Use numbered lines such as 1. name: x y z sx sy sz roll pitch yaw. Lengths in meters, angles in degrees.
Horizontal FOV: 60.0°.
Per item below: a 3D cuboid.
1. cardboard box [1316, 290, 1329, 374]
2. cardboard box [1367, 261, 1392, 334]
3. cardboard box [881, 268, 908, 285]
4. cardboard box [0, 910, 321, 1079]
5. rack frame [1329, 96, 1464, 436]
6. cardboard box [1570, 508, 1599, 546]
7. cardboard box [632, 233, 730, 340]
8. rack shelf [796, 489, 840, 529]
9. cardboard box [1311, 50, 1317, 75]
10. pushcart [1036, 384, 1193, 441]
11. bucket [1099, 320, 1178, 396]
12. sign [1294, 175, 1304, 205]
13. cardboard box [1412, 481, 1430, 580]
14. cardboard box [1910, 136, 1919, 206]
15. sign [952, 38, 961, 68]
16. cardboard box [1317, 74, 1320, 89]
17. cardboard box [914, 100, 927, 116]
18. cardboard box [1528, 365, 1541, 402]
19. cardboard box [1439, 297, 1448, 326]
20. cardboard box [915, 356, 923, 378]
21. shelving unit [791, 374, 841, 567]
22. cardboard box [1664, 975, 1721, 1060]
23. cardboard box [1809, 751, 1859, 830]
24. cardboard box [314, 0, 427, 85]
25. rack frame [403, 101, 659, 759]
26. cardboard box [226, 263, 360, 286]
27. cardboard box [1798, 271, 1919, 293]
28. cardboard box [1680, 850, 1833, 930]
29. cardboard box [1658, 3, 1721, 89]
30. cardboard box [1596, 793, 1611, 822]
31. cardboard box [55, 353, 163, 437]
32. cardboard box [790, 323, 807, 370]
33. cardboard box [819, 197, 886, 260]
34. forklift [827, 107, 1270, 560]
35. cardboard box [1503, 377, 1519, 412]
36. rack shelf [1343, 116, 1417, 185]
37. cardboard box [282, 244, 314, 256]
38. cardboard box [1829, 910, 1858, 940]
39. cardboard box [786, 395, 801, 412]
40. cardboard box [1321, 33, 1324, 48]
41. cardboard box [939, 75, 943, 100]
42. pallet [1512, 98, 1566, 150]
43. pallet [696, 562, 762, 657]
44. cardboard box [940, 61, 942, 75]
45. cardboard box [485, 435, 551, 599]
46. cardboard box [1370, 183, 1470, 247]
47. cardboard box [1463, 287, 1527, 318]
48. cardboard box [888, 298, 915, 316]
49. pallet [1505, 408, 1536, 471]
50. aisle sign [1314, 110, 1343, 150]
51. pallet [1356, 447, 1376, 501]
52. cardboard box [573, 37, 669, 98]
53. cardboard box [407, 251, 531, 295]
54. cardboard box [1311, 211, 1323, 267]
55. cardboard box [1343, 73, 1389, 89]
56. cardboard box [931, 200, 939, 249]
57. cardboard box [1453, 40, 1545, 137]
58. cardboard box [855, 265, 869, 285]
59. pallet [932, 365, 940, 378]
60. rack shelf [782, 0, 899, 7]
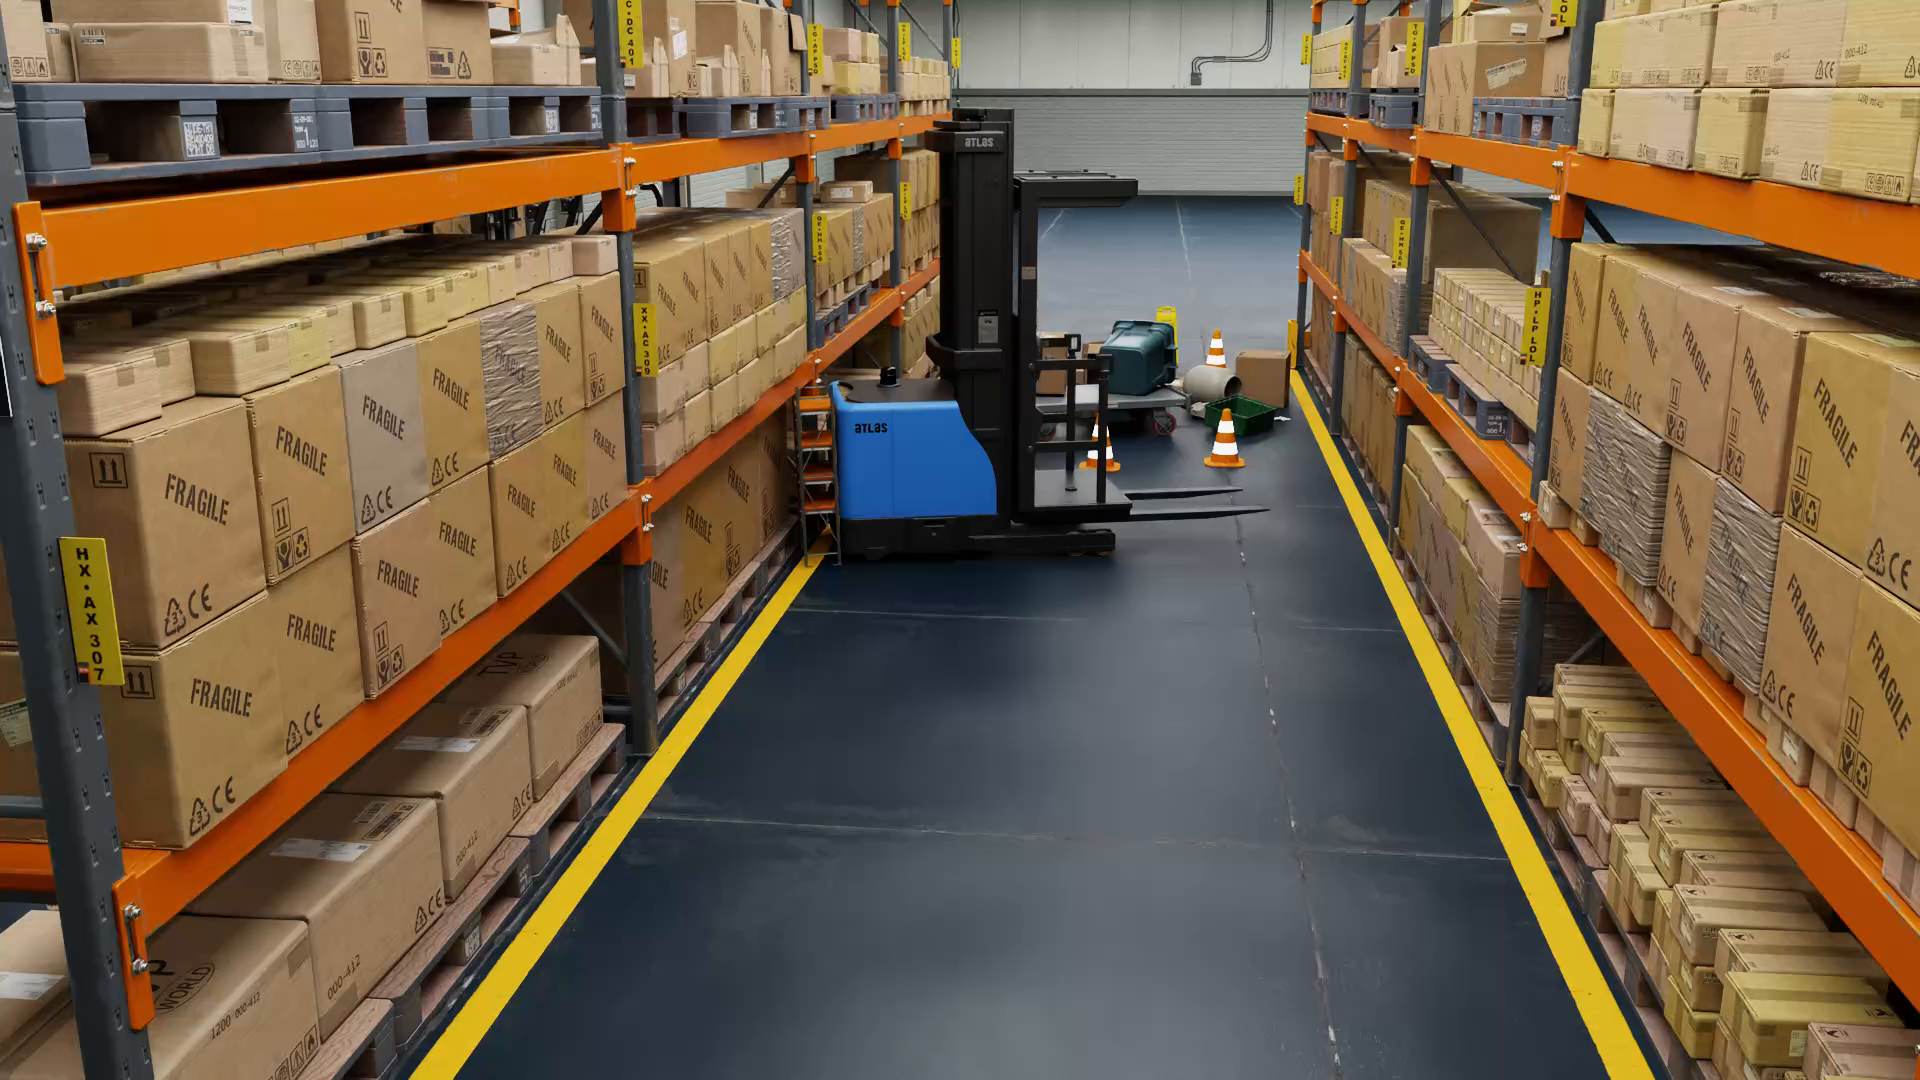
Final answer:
1. cardboard box: 4.230 -2.210 17.353 0.875 0.875 0.875 1 15 5
2. cardboard box: 3.333 -1.796 12.365 0.500 0.500 0.500 1 15 5
3. cardboard box: -0.689 -2.472 15.538 0.380 0.149 0.250 2 15 6
4. cardboard box: -2.422 1.451 4.652 0.875 0.438 0.875 1 15 4
5. rack frame: 3.886 -2.401 14.796 1.000 3.000 0.127 2 15 6
6. cardboard box: 2.671 -0.072 6.663 0.380 0.149 0.250 2 15 8
7. cardboard box: -1.522 -1.345 8.784 0.500 0.500 0.500 1 15 5
8. rack shelf: -0.950 -0.211 11.131 0.258 0.148 0.480 -4 14 -8
9. cardboard box: 4.028 -5.091 17.719 0.500 0.250 0.500 2 15 6
10. pushcart: 1.228 -1.201 15.380 1.648 0.377 0.936 -4 16 -13
11. bucket: 1.611 -1.658 15.406 0.726 0.611 0.620 7 27 25
12. sign: 3.787 -3.913 18.575 0.100 0.325 0.005 2 15 6
13. cardboard box: 3.049 -0.053 10.097 0.500 0.500 0.500 2 15 7
14. cardboard box: 2.321 -0.790 3.379 0.500 0.250 0.500 1 15 5
15. sign: -0.043 -5.412 18.488 0.100 0.325 0.005 2 15 6
16. cardboard box: 3.896 -4.740 17.184 0.380 0.149 0.250 2 15 7
17. cardboard box: -0.532 -4.253 16.379 0.380 0.149 0.250 1 15 5
18. cardboard box: 2.861 -0.729 7.718 0.380 0.149 0.250 2 15 7
19. cardboard box: 3.153 -1.399 10.196 0.380 0.149 0.250 2 15 9
20. cardboard box: -0.659 -1.680 16.592 0.500 0.250 0.500 3 15 9
21. shelving unit: -0.958 -0.468 11.065 0.258 1.200 0.503 -4 14 -8
22. cardboard box: 2.410 1.474 5.122 0.380 0.149 0.250 1 15 4
23. cardboard box: 2.367 0.611 4.139 0.380 0.149 0.250 2 15 6
24. cardboard box: -2.021 -1.674 5.173 0.500 0.500 0.500 2 15 7
25. rack frame: -1.946 -0.446 7.565 1.000 3.000 0.127 2 15 6
26. cardboard box: -2.334 -0.883 5.831 0.380 0.149 0.250 2 15 6
27. cardboard box: 3.075 -0.604 5.474 0.500 0.500 0.500 2 15 8
28. cardboard box: 2.536 1.116 5.304 0.380 0.149 0.250 1 15 4
29. cardboard box: 2.560 -1.566 5.291 0.500 0.250 0.500 2 15 7
30. cardboard box: 2.661 0.991 6.339 0.380 0.149 0.250 1 15 3
31. cardboard box: -2.082 -0.337 3.810 0.380 0.149 0.250 2 15 7
32. cardboard box: -1.294 -1.272 10.908 0.500 0.250 0.500 1 15 4
33. cardboard box: -0.922 -2.660 14.188 0.500 0.500 0.500 2 15 7
34. forklift: 0.616 -1.439 11.368 3.031 2.935 1.130 -2 15 -8
35. cardboard box: 2.919 -0.714 8.231 0.380 0.149 0.250 1 15 3
36. rack shelf: 3.661 -2.983 12.580 1.077 0.370 4.000 2 15 6
37. cardboard box: -5.891 -2.434 14.247 0.500 0.250 0.500 2 15 7
38. cardboard box: 2.935 1.271 5.304 0.380 0.149 0.250 2 15 9
39. cardboard box: -1.255 -0.952 13.666 0.950 0.372 0.625 2 15 8
40. cardboard box: 3.868 -5.060 16.841 0.380 0.149 0.250 1 15 5
41. cardboard box: -0.453 -4.807 17.663 0.500 0.250 0.500 1 15 5
42. pallet: 3.159 -1.841 7.336 1.213 0.211 1.003 2 15 6
43. pallet: -1.799 0.380 9.851 1.003 0.211 1.213 2 15 6
44. cardboard box: -0.404 -5.108 18.012 0.380 0.149 0.250 2 15 7
45. cardboard box: -1.839 -0.102 6.101 0.500 0.500 0.500 1 15 5
46. cardboard box: 3.780 -2.670 13.682 0.700 0.500 0.500 1 15 5
47. cardboard box: 3.072 -1.346 9.431 0.380 0.149 0.250 2 15 9
48. cardboard box: -0.635 -2.247 16.010 0.380 0.149 0.250 2 15 7
49. pallet: 3.215 -0.428 7.865 1.003 0.211 1.213 2 15 6
50. aisle sign: 4.048 -4.721 18.394 0.394 0.787 0.004 2 15 6
51. pallet: 3.739 -0.536 13.238 1.003 0.211 1.213 2 15 6
52. cardboard box: -1.542 -2.151 7.578 0.396 0.266 0.258 2 15 6
53. cardboard box: -1.851 -1.005 6.283 0.380 0.149 0.250 2 15 6
54. cardboard box: 4.113 -3.129 17.199 0.875 0.550 0.550 2 15 6
55. cardboard box: 3.610 -4.083 14.754 0.380 0.149 0.250 2 15 6
56. cardboard box: -0.500 -3.342 17.513 0.500 0.500 0.500 2 15 6
57. cardboard box: 3.006 -2.460 9.075 0.500 0.500 0.500 2 15 6
58. cardboard box: -0.957 -2.197 13.716 0.380 0.149 0.250 2 15 6
59. pallet: -0.727 -1.983 18.591 1.003 0.211 1.213 2 15 6
60. rack shelf: -1.269 -4.358 12.683 1.077 0.370 4.000 2 15 6
